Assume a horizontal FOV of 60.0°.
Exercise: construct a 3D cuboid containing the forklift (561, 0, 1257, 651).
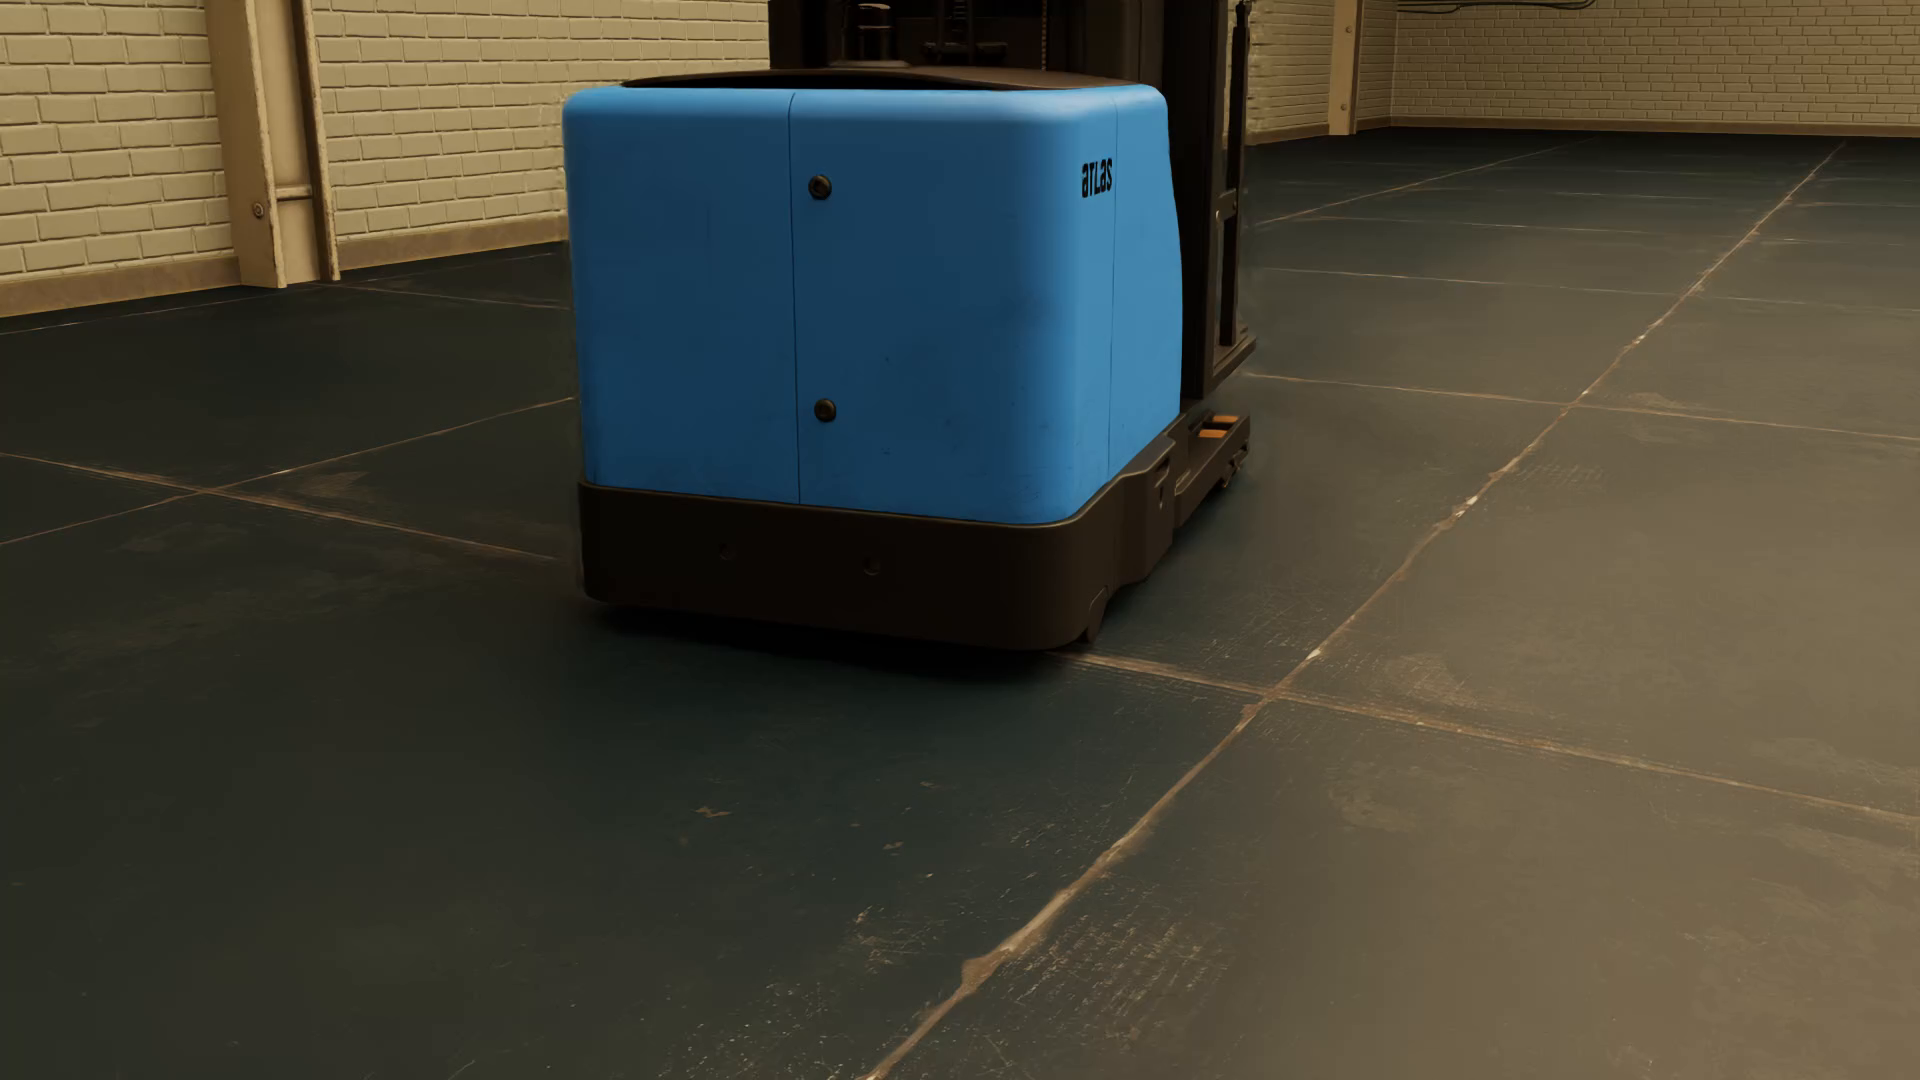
[{"bbox_3d":[0.186,-1.574,4.199,1.130,2.935,3.031,6,17,18],"label":"forklift"}]
